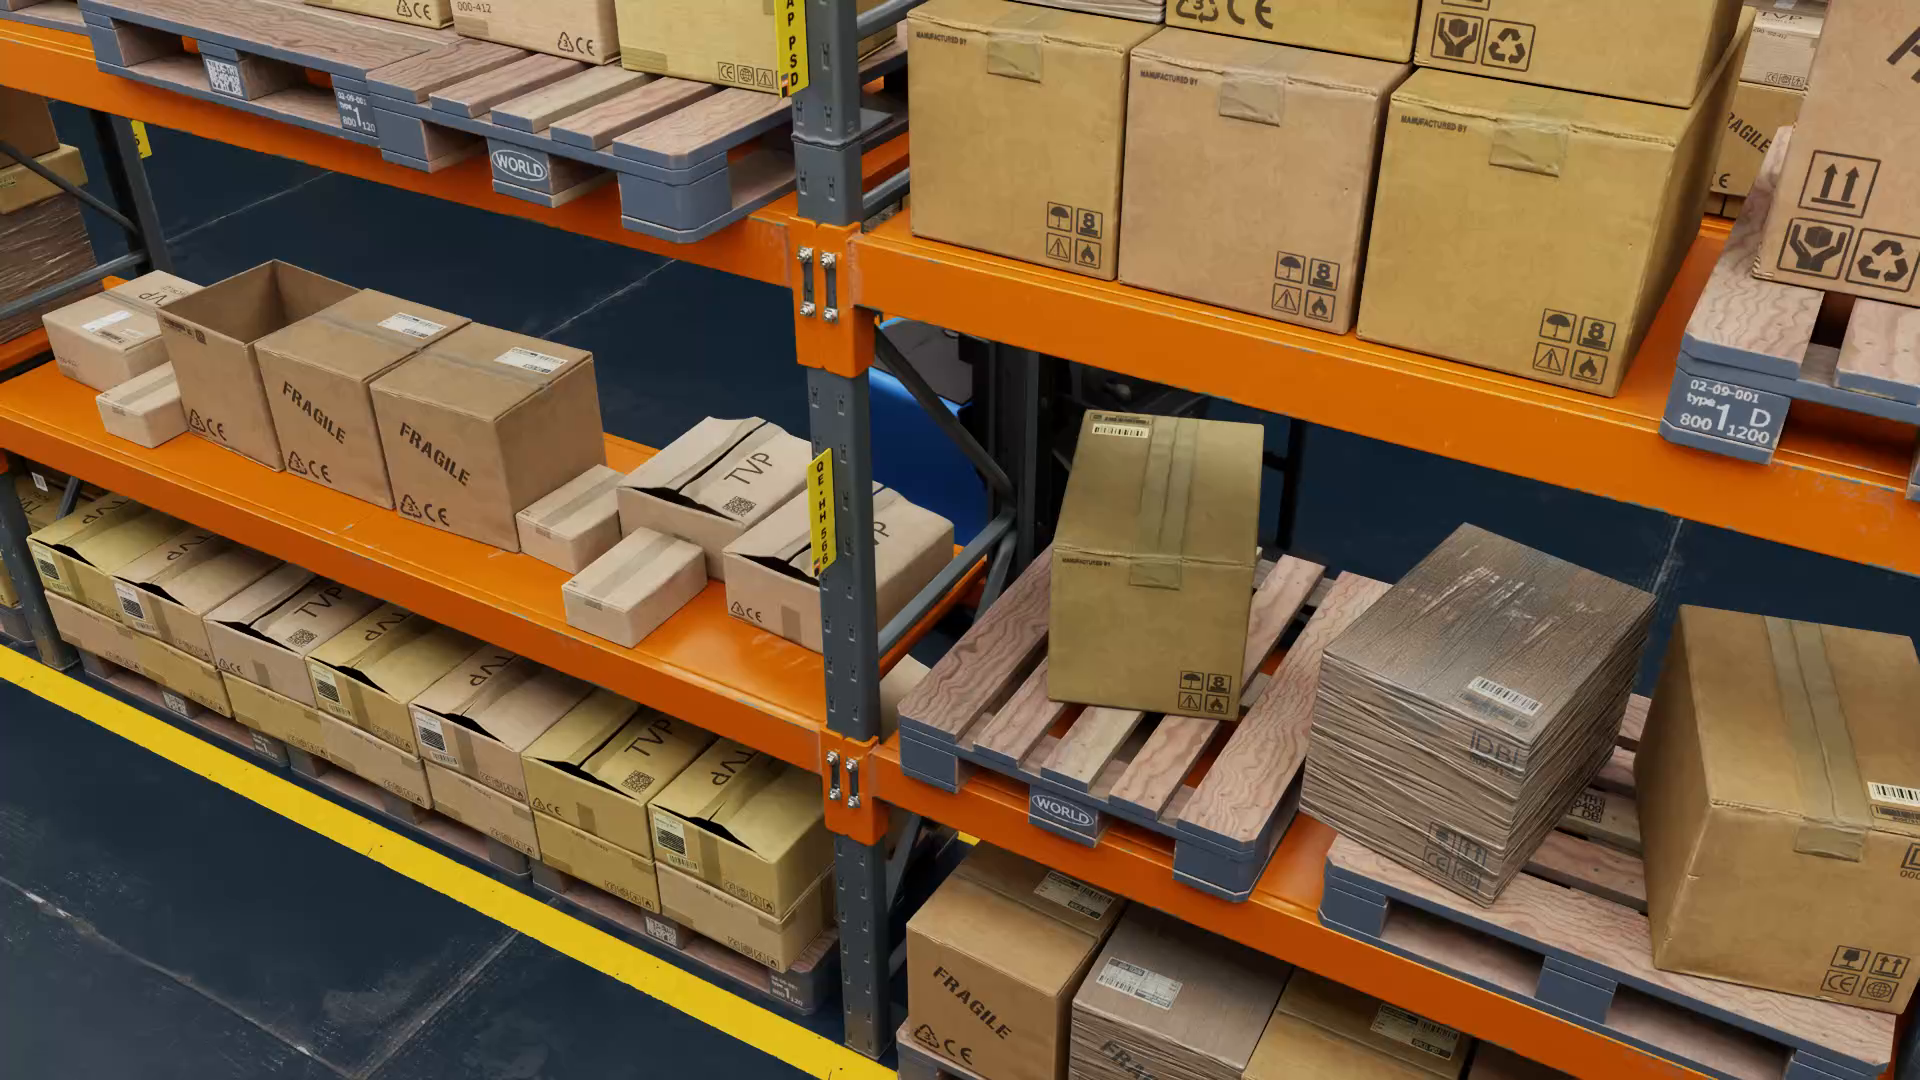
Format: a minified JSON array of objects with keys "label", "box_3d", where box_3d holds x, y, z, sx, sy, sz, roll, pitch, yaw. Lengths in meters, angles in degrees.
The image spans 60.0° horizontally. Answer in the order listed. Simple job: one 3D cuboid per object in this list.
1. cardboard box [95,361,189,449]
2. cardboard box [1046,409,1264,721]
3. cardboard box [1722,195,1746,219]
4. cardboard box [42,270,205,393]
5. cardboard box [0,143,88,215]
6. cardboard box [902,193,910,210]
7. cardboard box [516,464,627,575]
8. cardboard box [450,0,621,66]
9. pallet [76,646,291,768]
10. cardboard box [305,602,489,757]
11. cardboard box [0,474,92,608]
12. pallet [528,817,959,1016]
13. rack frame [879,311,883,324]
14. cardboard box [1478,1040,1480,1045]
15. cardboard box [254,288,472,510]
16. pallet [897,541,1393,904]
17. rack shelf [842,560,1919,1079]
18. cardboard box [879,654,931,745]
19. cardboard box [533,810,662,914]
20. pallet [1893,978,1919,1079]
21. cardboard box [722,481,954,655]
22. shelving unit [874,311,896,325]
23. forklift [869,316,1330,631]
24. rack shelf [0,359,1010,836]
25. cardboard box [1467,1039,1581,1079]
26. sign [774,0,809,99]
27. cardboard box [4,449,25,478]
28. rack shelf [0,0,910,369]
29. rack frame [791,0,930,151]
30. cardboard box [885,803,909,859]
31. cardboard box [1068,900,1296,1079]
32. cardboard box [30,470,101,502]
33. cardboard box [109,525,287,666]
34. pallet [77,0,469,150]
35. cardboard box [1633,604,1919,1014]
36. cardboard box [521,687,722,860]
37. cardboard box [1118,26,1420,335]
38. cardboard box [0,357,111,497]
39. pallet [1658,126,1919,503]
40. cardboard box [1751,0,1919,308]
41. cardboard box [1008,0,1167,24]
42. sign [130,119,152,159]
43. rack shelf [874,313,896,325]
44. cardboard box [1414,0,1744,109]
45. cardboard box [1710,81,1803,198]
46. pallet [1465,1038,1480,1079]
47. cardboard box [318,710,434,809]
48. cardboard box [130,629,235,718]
[{"label":"cardboard box","box_3d":[-2.872,-0.504,6.027,0.250,0.149,0.380,18,37,24]},{"label":"cardboard box","box_3d":[0.535,0.052,4.497,0.500,0.500,0.700,6,34,9]},{"label":"cardboard box","box_3d":[3.689,-1.597,7.650,0.250,0.149,0.380,18,38,25]},{"label":"cardboard box","box_3d":[-3.091,-0.774,6.341,0.500,0.250,0.500,20,39,27]},{"label":"cardboard box","box_3d":[-3.677,-1.429,6.515,0.250,0.149,0.380,18,37,24]},{"label":"cardboard box","box_3d":[0.035,-2.166,10.155,0.500,0.500,0.700,17,37,23]},{"label":"cardboard box","box_3d":[-1.203,-0.070,5.375,0.250,0.149,0.380,21,39,28]},{"label":"cardboard box","box_3d":[-0.953,-1.445,4.263,0.500,0.250,0.500,19,38,26]},{"label":"pallet","box_3d":[-2.881,0.394,6.968,1.213,0.211,1.003,18,37,24]},{"label":"cardboard box","box_3d":[-1.970,0.441,5.977,0.500,0.311,0.500,19,38,26]},{"label":"cardboard box","box_3d":[-4.051,-0.003,7.151,0.500,0.250,0.500,18,37,24]},{"label":"pallet","box_3d":[-0.763,1.065,5.961,1.213,0.211,1.003,18,37,24]},{"label":"rack frame","box_3d":[-0.273,-0.636,7.623,0.006,1.200,0.240,26,42,34]},{"label":"cardboard box","box_3d":[1.769,1.435,4.748,0.500,0.500,0.500,16,37,23]},{"label":"cardboard box","box_3d":[-1.989,-0.491,5.690,0.500,0.500,0.500,18,38,24]},{"label":"pallet","box_3d":[0.556,0.382,4.643,1.003,0.211,1.213,18,37,24]},{"label":"rack shelf","box_3d":[1.669,0.999,4.193,4.000,0.370,1.077,18,37,24]},{"label":"cardboard box","box_3d":[-0.376,0.600,5.738,0.500,0.311,0.500,19,38,26]},{"label":"cardboard box","box_3d":[-1.094,0.952,5.717,0.500,0.250,0.500,17,37,24]},{"label":"pallet","box_3d":[2.766,1.057,3.630,1.213,0.211,1.003,18,37,24]},{"label":"cardboard box","box_3d":[-0.361,0.065,5.026,0.500,0.311,0.500,20,39,27]},{"label":"shelving unit","box_3d":[-0.341,-0.670,7.673,0.189,1.200,0.258,26,42,34]},{"label":"forklift","box_3d":[0.845,-0.783,6.281,3.031,2.935,1.130,26,42,34]},{"label":"rack shelf","box_3d":[-1.804,-0.101,5.845,4.000,0.370,1.077,18,37,24]},{"label":"cardboard box","box_3d":[1.532,1.692,4.361,0.500,0.500,0.500,16,37,23]},{"label":"sign","box_3d":[-0.350,-1.083,3.425,0.005,0.325,0.100,18,37,24]},{"label":"cardboard box","box_3d":[-4.480,-0.459,7.158,0.500,0.500,0.500,18,37,24]},{"label":"rack shelf","box_3d":[-1.804,-1.350,5.013,4.000,0.370,1.077,18,37,24]},{"label":"rack frame","box_3d":[-0.067,-2.348,3.157,0.127,3.000,1.000,18,37,24]},{"label":"cardboard box","box_3d":[-0.376,0.834,5.894,0.500,0.250,0.500,17,37,24]},{"label":"cardboard box","box_3d":[0.643,1.411,4.784,0.500,0.500,0.500,16,37,23]},{"label":"cardboard box","box_3d":[-3.792,-0.255,7.528,0.500,0.250,0.500,18,37,24]},{"label":"cardboard box","box_3d":[-2.873,0.159,6.401,0.500,0.311,0.500,17,37,24]},{"label":"pallet","box_3d":[-1.673,-1.470,4.716,1.213,0.211,1.003,19,38,27]},{"label":"cardboard box","box_3d":[1.841,0.577,3.708,0.500,0.500,0.700,8,35,12]},{"label":"cardboard box","box_3d":[-1.099,0.720,5.558,0.500,0.311,0.500,17,37,24]},{"label":"cardboard box","box_3d":[0.771,-0.897,3.594,0.500,0.500,0.910,18,37,24]},{"label":"cardboard box","box_3d":[-3.788,-0.571,7.327,0.500,0.500,0.500,18,37,24]},{"label":"pallet","box_3d":[1.972,-0.418,3.134,1.003,0.211,1.213,18,37,24]},{"label":"cardboard box","box_3d":[1.845,-0.797,2.974,0.600,0.600,0.600,16,37,23]},{"label":"cardboard box","box_3d":[0.308,-1.434,3.499,0.500,0.500,0.500,18,37,24]},{"label":"sign","box_3d":[-3.279,-1.664,6.569,0.005,0.325,0.100,18,37,24]},{"label":"rack shelf","box_3d":[-0.341,-0.933,7.499,0.180,0.103,0.258,26,42,34]},{"label":"cardboard box","box_3d":[1.194,-1.153,3.077,0.500,0.500,0.500,18,37,24]},{"label":"cardboard box","box_3d":[3.562,-1.867,7.471,0.500,0.500,0.500,17,37,24]},{"label":"pallet","box_3d":[1.617,1.870,4.752,1.213,0.211,1.003,18,37,24]},{"label":"cardboard box","box_3d":[-1.978,0.672,6.137,0.500,0.250,0.500,18,38,25]},{"label":"cardboard box","box_3d":[-2.870,0.390,6.559,0.500,0.250,0.500,19,38,26]}]
